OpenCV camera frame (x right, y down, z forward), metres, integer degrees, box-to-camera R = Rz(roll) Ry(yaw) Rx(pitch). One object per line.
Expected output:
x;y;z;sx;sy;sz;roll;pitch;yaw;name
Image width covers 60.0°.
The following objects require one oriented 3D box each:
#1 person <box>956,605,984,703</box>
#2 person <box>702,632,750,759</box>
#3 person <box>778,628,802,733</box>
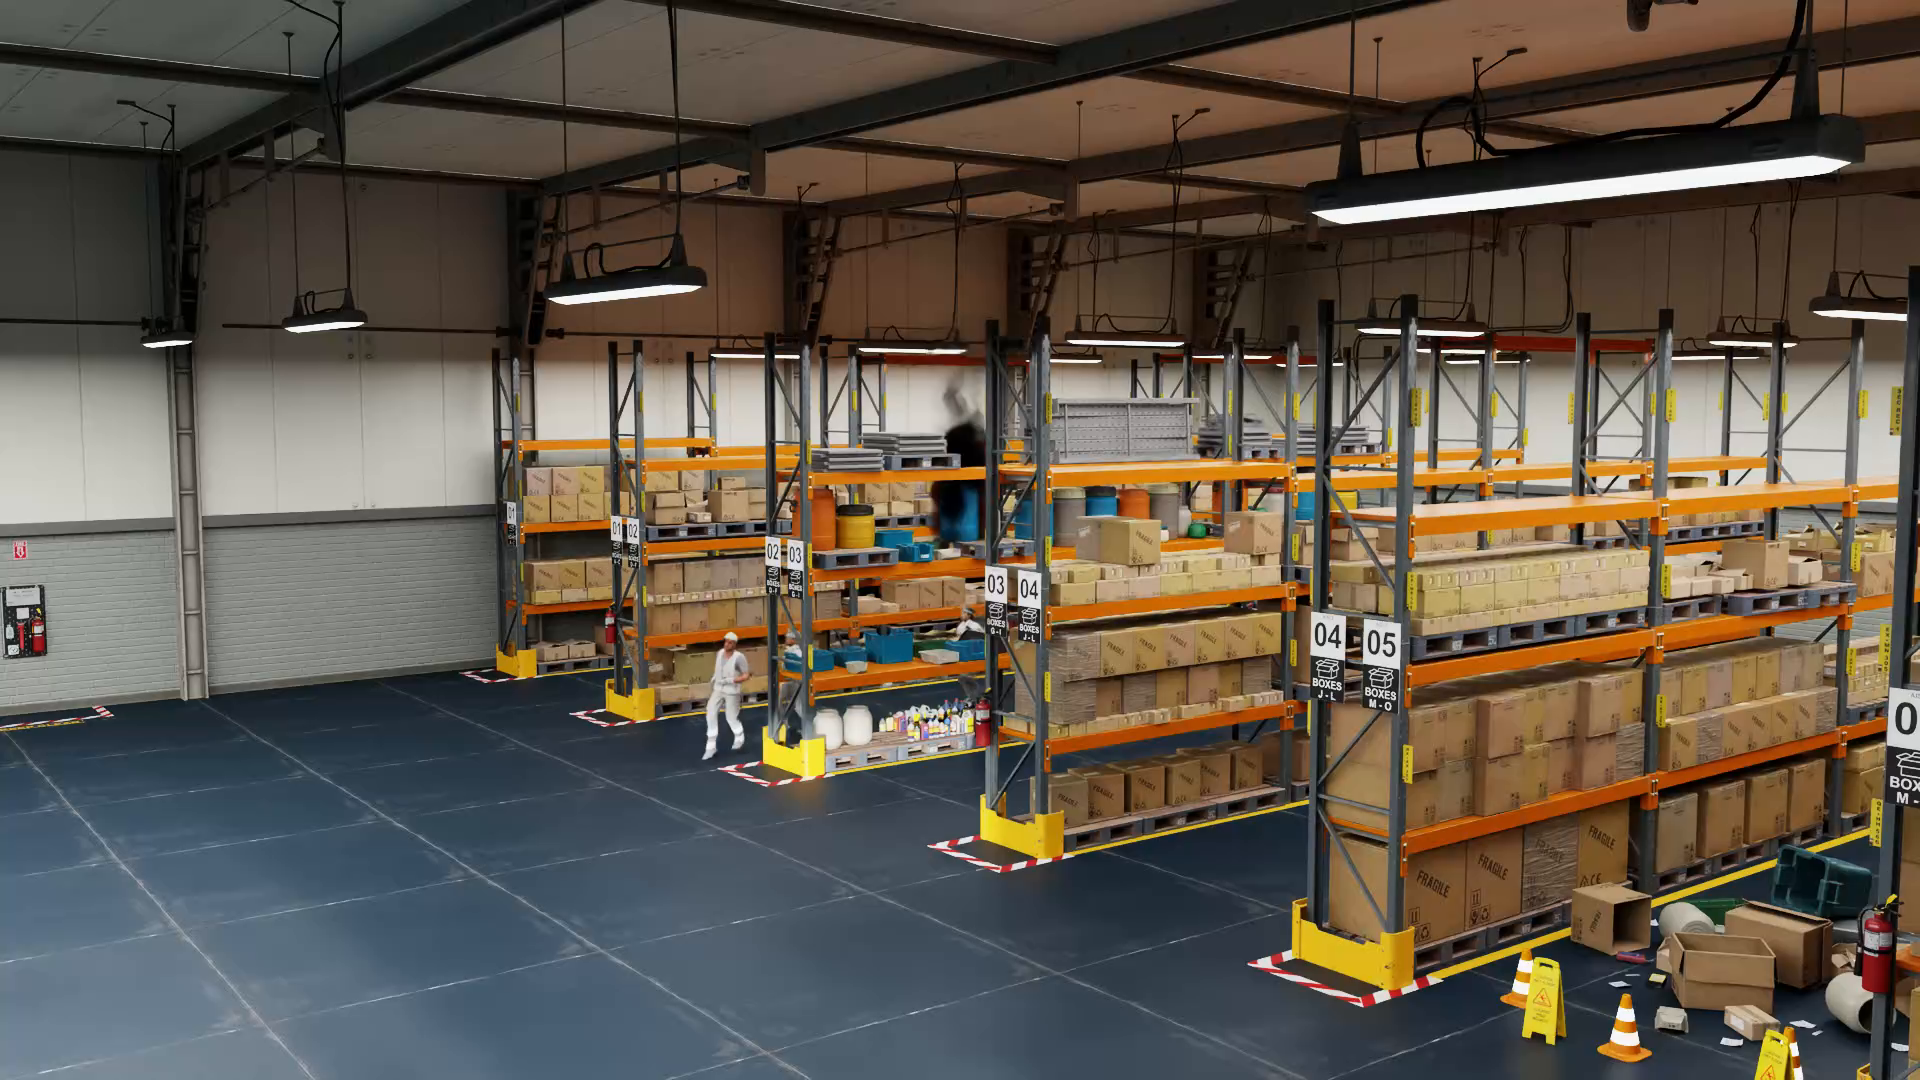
0.114;1.913;27.739;0.490;1.656;0.625;-5;7;-42;person
-3.286;2.215;23.777;0.677;1.838;0.794;2;5;23;person
-2.479;2.168;24.937;0.743;1.727;0.557;-3;6;-34;person
